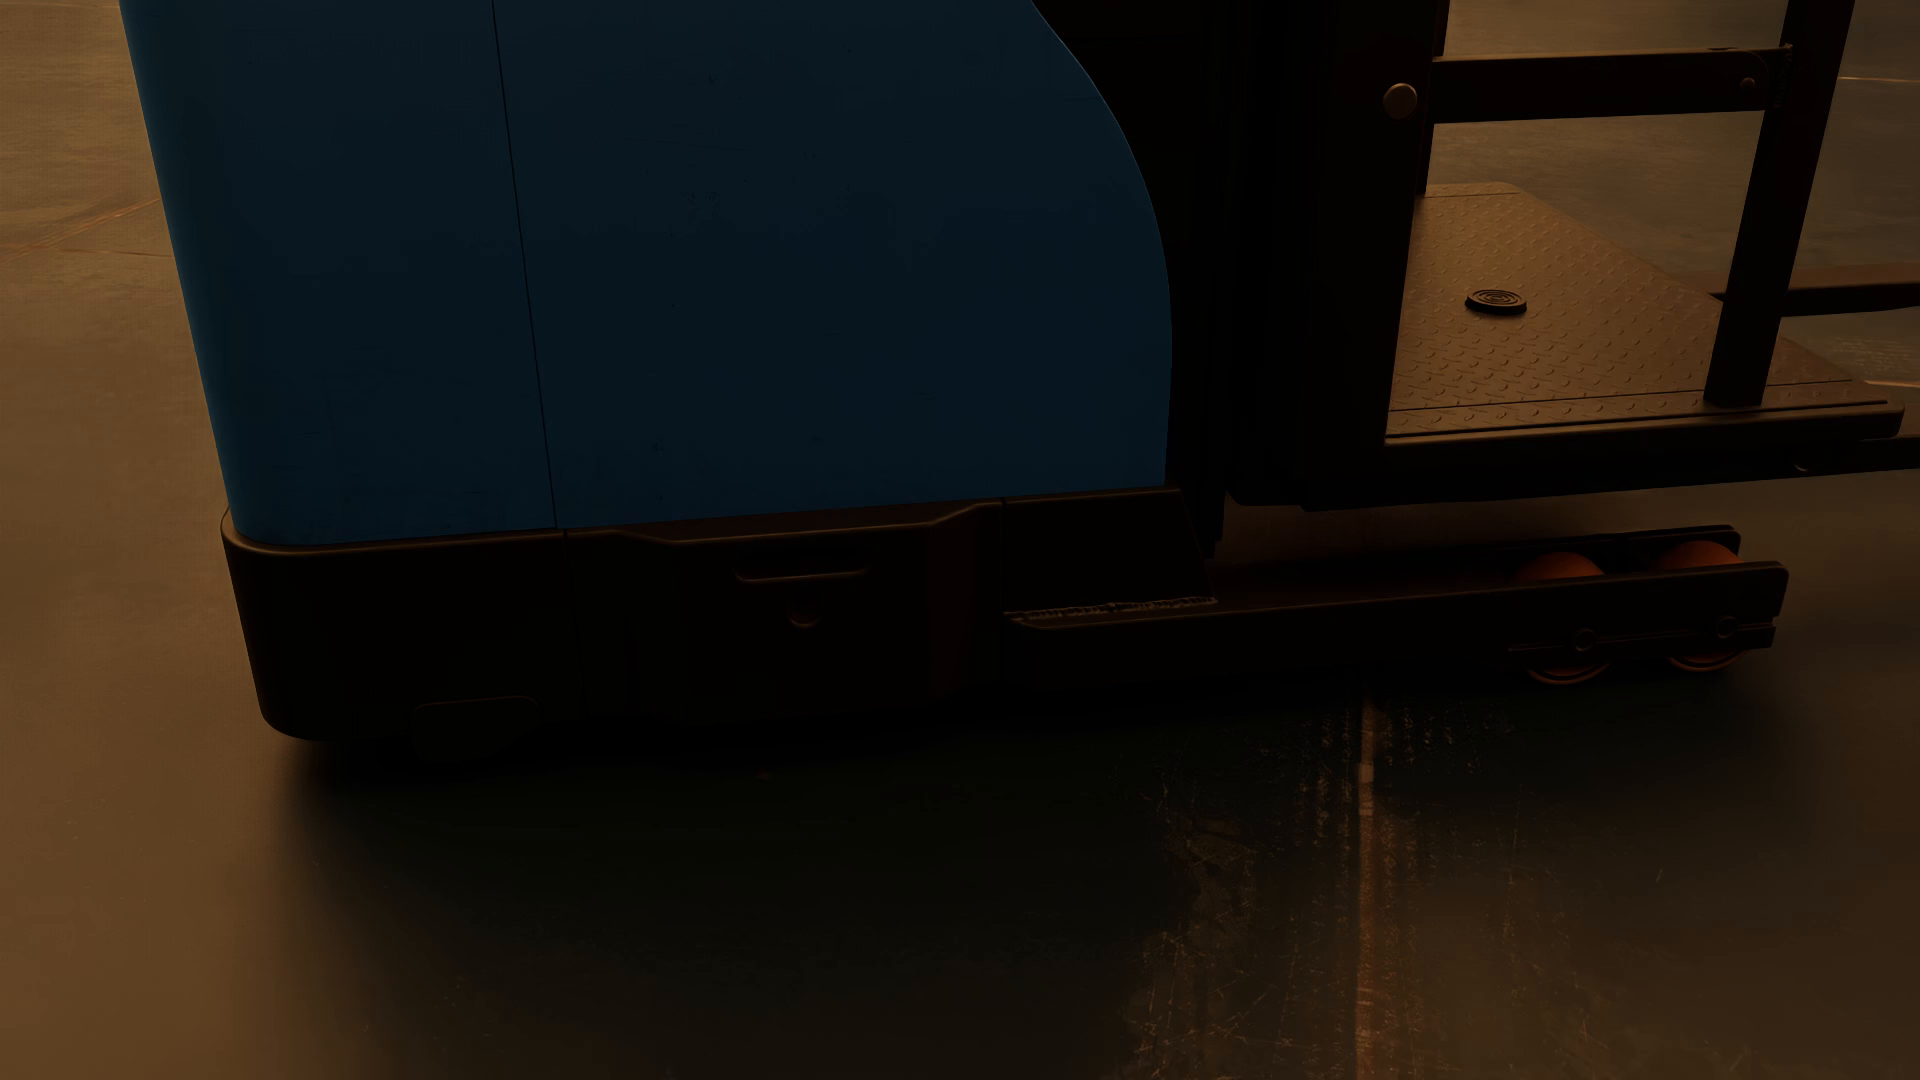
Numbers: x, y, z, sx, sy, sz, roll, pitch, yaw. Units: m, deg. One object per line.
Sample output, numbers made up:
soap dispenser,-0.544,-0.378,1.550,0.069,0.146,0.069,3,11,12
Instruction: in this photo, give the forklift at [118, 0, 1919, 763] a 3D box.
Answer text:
forklift,0.600,-1.354,1.930,3.031,2.935,1.130,-4,27,-9
